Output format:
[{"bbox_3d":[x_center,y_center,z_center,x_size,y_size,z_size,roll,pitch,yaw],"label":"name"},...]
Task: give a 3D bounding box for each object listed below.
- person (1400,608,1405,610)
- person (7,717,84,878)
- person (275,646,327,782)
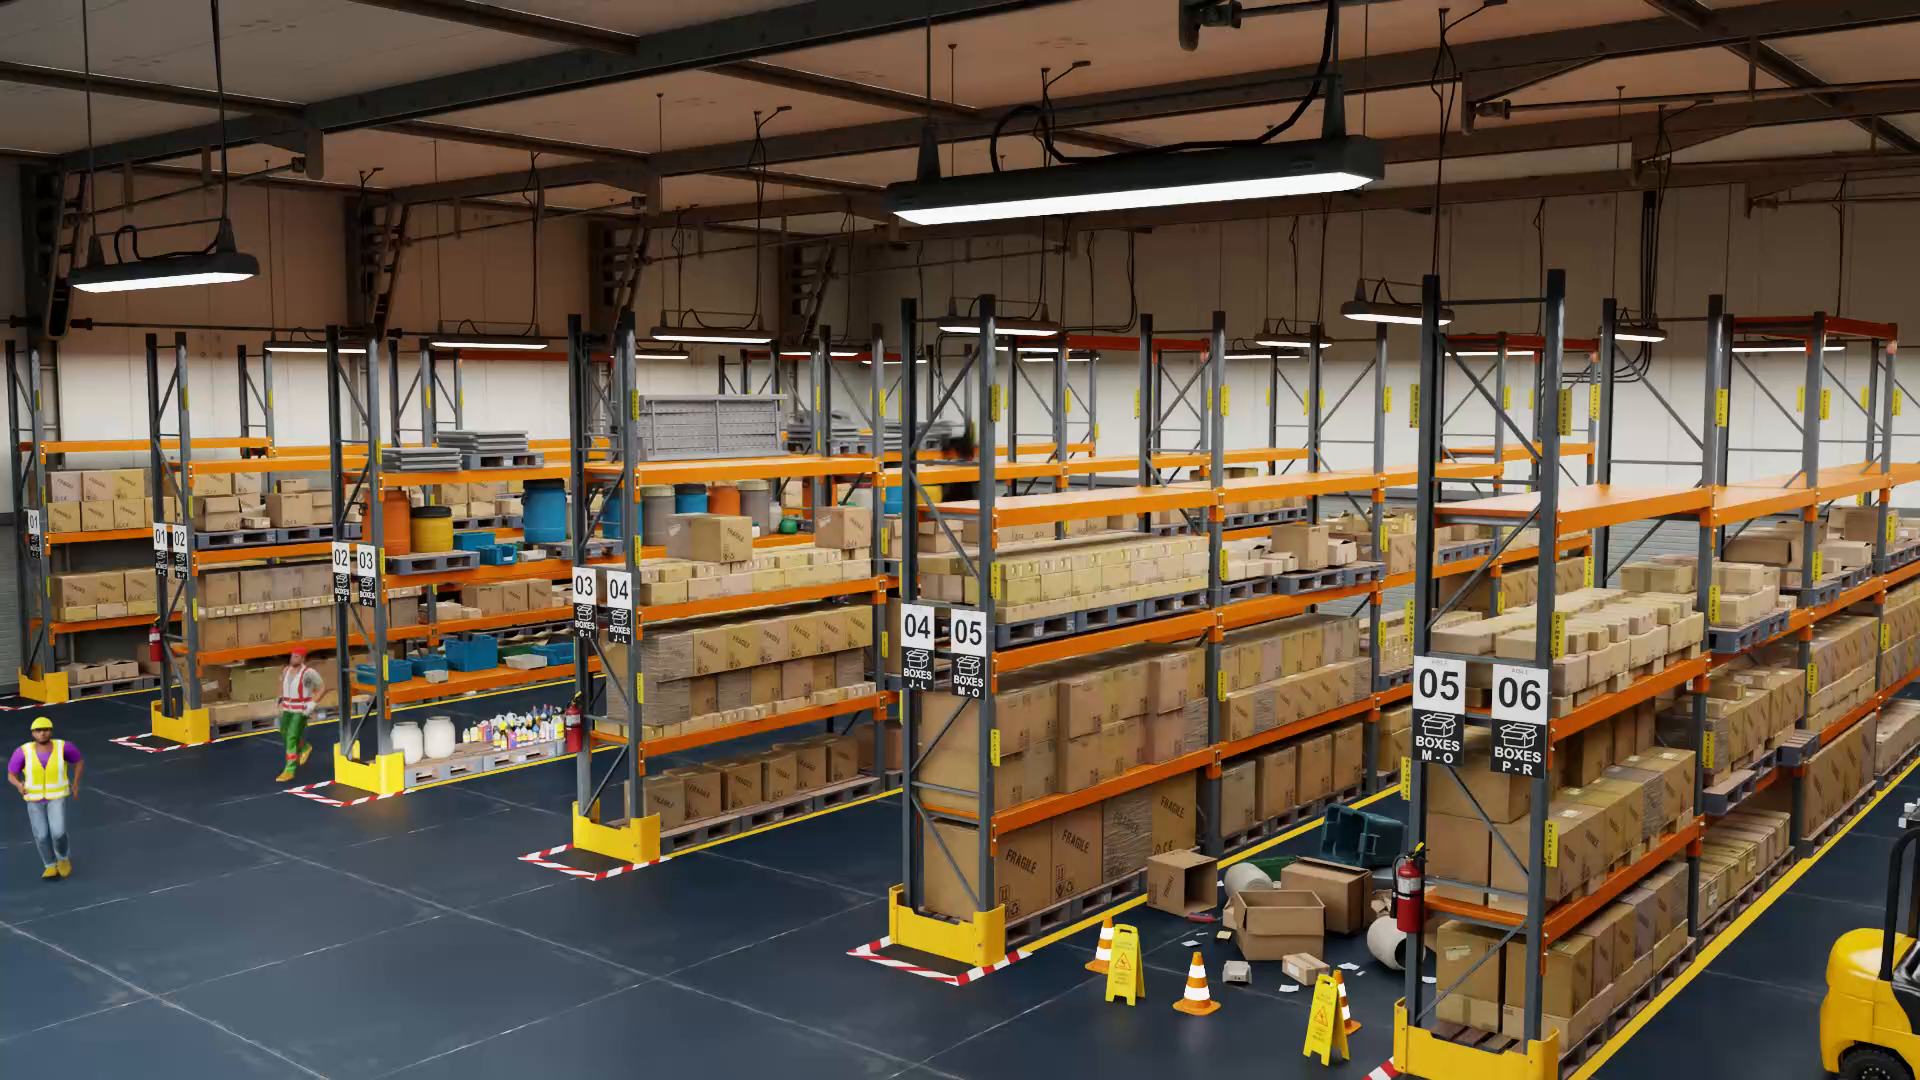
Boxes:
[{"bbox_3d":[7.312,1.907,27.375,0.560,1.609,0.857,4,7,39],"label":"person"},{"bbox_3d":[-9.608,2.722,17.473,0.696,1.736,0.624,-2,6,-23],"label":"person"},{"bbox_3d":[-8.824,2.292,22.258,0.706,1.777,0.812,2,5,17],"label":"person"}]
